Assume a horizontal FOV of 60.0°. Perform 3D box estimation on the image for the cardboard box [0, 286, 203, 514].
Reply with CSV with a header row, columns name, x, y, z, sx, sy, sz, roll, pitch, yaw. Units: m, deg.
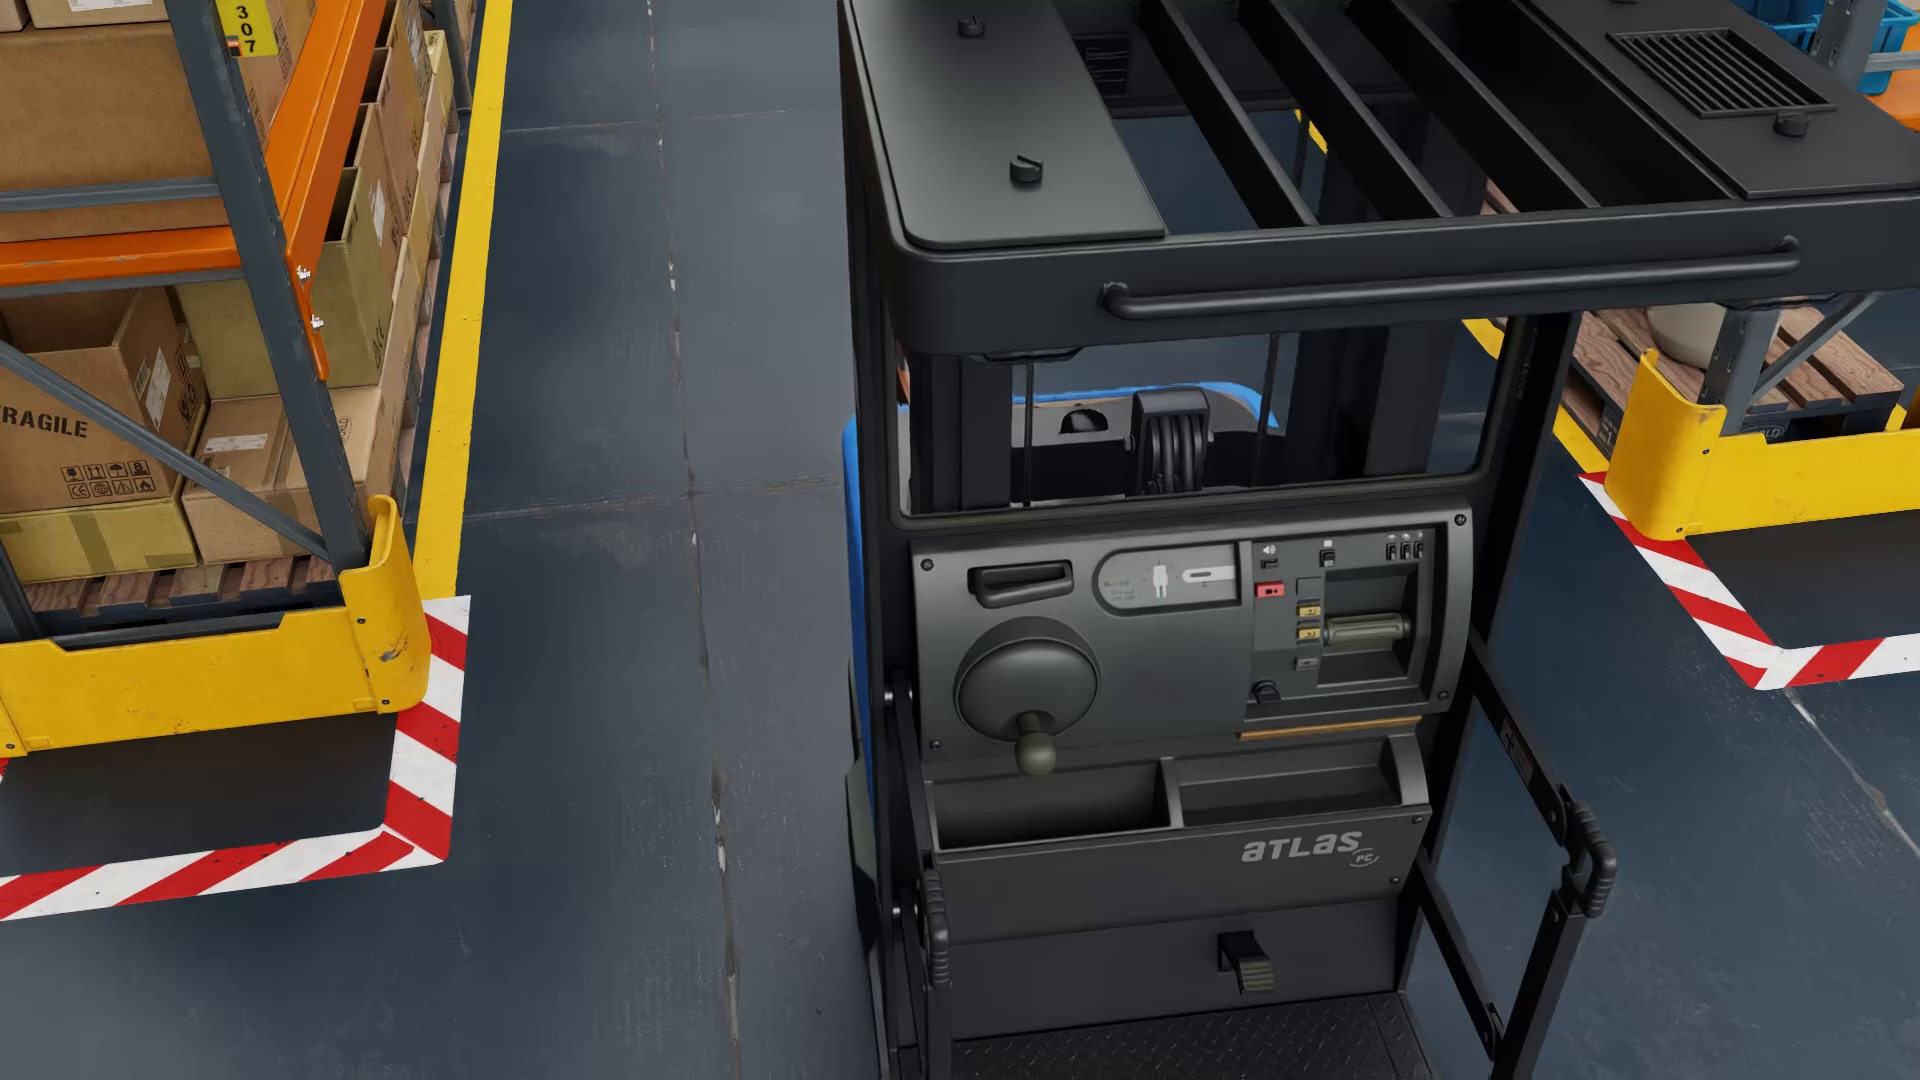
name,x,y,z,sx,sy,sz,roll,pitch,yaw
cardboard box,-2.494,-0.439,4.657,0.500,0.500,0.500,-6,38,-8

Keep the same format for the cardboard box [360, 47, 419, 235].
name,x,y,z,sx,sy,sz,roll,pitch,yaw
cardboard box,-2.242,-1.401,5.896,0.500,0.500,0.500,-6,38,-8

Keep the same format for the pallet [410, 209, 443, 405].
name,x,y,z,sx,sy,sz,roll,pitch,yaw
pallet,-2.493,-0.862,6.188,1.003,0.211,1.213,-6,38,-8

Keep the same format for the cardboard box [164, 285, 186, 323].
name,x,y,z,sx,sy,sz,roll,pitch,yaw
cardboard box,-2.684,-1.041,5.433,0.500,0.500,0.500,-6,38,-8

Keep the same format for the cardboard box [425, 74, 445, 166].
name,x,y,z,sx,sy,sz,roll,pitch,yaw
cardboard box,-2.434,-1.707,6.901,0.500,0.250,0.500,-6,38,-8

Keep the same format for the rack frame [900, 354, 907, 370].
name,x,y,z,sx,sy,sz,roll,pitch,yaw
rack frame,-0.072,-0.721,5.200,0.240,1.200,0.015,-6,38,-8

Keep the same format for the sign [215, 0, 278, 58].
name,x,y,z,sx,sy,sz,roll,pitch,yaw
sign,-1.559,-1.200,3.579,0.100,0.325,0.005,-6,38,-8

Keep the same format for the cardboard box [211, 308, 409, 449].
name,x,y,z,sx,sy,sz,roll,pitch,yaw
cardboard box,-2.073,-0.500,5.348,0.500,0.250,0.500,-6,38,-8

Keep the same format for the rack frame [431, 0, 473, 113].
name,x,y,z,sx,sy,sz,roll,pitch,yaw
rack frame,-2.808,-3.187,6.907,1.000,3.000,0.127,-6,38,-8

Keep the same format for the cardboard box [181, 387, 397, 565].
name,x,y,z,sx,sy,sz,roll,pitch,yaw
cardboard box,-1.982,-0.198,4.959,0.500,0.250,0.500,-6,38,-8

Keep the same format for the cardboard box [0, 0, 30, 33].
name,x,y,z,sx,sy,sz,roll,pitch,yaw
cardboard box,-2.362,-1.276,3.838,0.380,0.149,0.250,-7,38,-9

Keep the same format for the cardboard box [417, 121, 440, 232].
name,x,y,z,sx,sy,sz,roll,pitch,yaw
cardboard box,-2.332,-1.406,6.514,0.500,0.250,0.500,-6,38,-8

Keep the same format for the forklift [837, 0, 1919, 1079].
name,x,y,z,sx,sy,sz,roll,pitch,yaw
forklift,1.046,-1.815,4.572,3.137,3.703,8.490,-5,38,-6

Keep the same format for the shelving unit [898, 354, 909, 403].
name,x,y,z,sx,sy,sz,roll,pitch,yaw
shelving unit,-0.029,-0.574,5.011,0.258,1.200,0.503,-6,38,-8

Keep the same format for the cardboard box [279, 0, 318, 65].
name,x,y,z,sx,sy,sz,roll,pitch,yaw
cardboard box,-2.354,-1.711,4.925,0.700,0.500,0.500,-6,38,-8

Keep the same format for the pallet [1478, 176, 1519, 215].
name,x,y,z,sx,sy,sz,roll,pitch,yaw
pallet,2.363,-1.467,6.967,1.003,0.211,1.213,-6,38,-8

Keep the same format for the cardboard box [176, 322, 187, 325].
name,x,y,z,sx,sy,sz,roll,pitch,yaw
cardboard box,-2.681,-0.745,5.663,0.500,0.250,0.500,-6,38,-8

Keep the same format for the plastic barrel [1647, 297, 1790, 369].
name,x,y,z,sx,sy,sz,roll,pitch,yaw
plastic barrel,2.580,-0.874,5.615,0.421,0.512,0.421,0,38,0

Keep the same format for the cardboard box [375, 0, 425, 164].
name,x,y,z,sx,sy,sz,roll,pitch,yaw
cardboard box,-2.344,-1.701,6.283,0.500,0.500,0.500,-6,38,-8

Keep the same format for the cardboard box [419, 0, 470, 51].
name,x,y,z,sx,sy,sz,roll,pitch,yaw
cardboard box,-2.635,-2.537,7.969,0.500,0.250,0.500,-7,38,-9

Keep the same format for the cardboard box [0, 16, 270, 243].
name,x,y,z,sx,sy,sz,roll,pitch,yaw
cardboard box,-2.176,-1.093,4.131,0.700,0.500,0.500,-6,38,-8

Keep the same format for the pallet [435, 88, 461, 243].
name,x,y,z,sx,sy,sz,roll,pitch,yaw
pallet,-2.710,-1.601,7.138,1.003,0.211,1.213,-6,38,-8

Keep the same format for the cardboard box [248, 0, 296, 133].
name,x,y,z,sx,sy,sz,roll,pitch,yaw
cardboard box,-2.273,-1.410,4.538,0.700,0.500,0.500,-5,38,-7

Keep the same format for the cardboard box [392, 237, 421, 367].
name,x,y,z,sx,sy,sz,roll,pitch,yaw
cardboard box,-2.160,-0.802,5.736,0.500,0.250,0.500,-6,38,-8

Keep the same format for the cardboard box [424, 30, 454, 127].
name,x,y,z,sx,sy,sz,roll,pitch,yaw
cardboard box,-2.512,-2.010,7.291,0.500,0.250,0.500,-6,38,-8

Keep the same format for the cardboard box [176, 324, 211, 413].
name,x,y,z,sx,sy,sz,roll,pitch,yaw
cardboard box,-2.591,-0.443,5.275,0.500,0.250,0.500,-6,38,-8

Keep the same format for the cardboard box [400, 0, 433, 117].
name,x,y,z,sx,sy,sz,roll,pitch,yaw
cardboard box,-2.436,-2.003,6.671,0.500,0.500,0.500,-6,38,-8

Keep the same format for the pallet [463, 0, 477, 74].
name,x,y,z,sx,sy,sz,roll,pitch,yaw
pallet,-2.976,-2.526,8.330,1.003,0.211,1.213,-6,38,-8

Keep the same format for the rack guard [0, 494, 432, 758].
name,x,y,z,sx,sy,sz,roll,pitch,yaw
rack guard,-2.103,0.231,4.545,1.175,0.500,0.348,-6,38,-8

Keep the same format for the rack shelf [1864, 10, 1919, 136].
name,x,y,z,sx,sy,sz,roll,pitch,yaw
rack shelf,2.420,-2.225,6.255,1.077,0.370,4.000,-6,38,-8

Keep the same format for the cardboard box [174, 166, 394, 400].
name,x,y,z,sx,sy,sz,roll,pitch,yaw
cardboard box,-2.072,-0.796,5.118,0.500,0.500,0.500,-6,38,-8

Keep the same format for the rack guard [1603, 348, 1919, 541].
name,x,y,z,sx,sy,sz,roll,pitch,yaw
rack guard,2.711,-0.355,5.299,1.175,0.500,0.348,-6,38,-8

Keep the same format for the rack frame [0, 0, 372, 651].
name,x,y,z,sx,sy,sz,roll,pitch,yaw
rack frame,-2.107,-0.771,3.797,1.000,3.000,0.127,-6,38,-8

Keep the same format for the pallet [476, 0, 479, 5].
name,x,y,z,sx,sy,sz,roll,pitch,yaw
pallet,-3.193,-3.265,9.280,1.003,0.211,1.213,-6,38,-8

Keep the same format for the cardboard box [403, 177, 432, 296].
name,x,y,z,sx,sy,sz,roll,pitch,yaw
cardboard box,-2.243,-1.105,6.126,0.500,0.250,0.500,-6,38,-8

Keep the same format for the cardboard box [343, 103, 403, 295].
name,x,y,z,sx,sy,sz,roll,pitch,yaw
cardboard box,-2.172,-1.097,5.505,0.500,0.500,0.500,-6,38,-8

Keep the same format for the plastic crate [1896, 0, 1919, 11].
name,x,y,z,sx,sy,sz,roll,pitch,yaw
plastic crate,2.930,-1.772,5.301,0.298,0.136,0.250,-6,38,-8

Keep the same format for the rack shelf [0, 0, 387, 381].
name,x,y,z,sx,sy,sz,roll,pitch,yaw
rack shelf,-2.458,-1.694,5.572,1.077,0.370,4.000,-6,38,-8

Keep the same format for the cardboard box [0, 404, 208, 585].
name,x,y,z,sx,sy,sz,roll,pitch,yaw
cardboard box,-2.492,-0.143,4.888,0.500,0.250,0.500,-6,38,-8

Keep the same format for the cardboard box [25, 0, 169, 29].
name,x,y,z,sx,sy,sz,roll,pitch,yaw
cardboard box,-1.964,-1.326,3.902,0.380,0.149,0.250,-6,38,-8

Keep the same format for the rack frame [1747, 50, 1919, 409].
name,x,y,z,sx,sy,sz,roll,pitch,yaw
rack frame,2.774,-1.301,4.480,0.949,2.616,0.053,-6,38,-8

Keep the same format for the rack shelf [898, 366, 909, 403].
name,x,y,z,sx,sy,sz,roll,pitch,yaw
rack shelf,-0.029,-0.364,5.174,0.258,0.148,0.480,-6,38,-8
